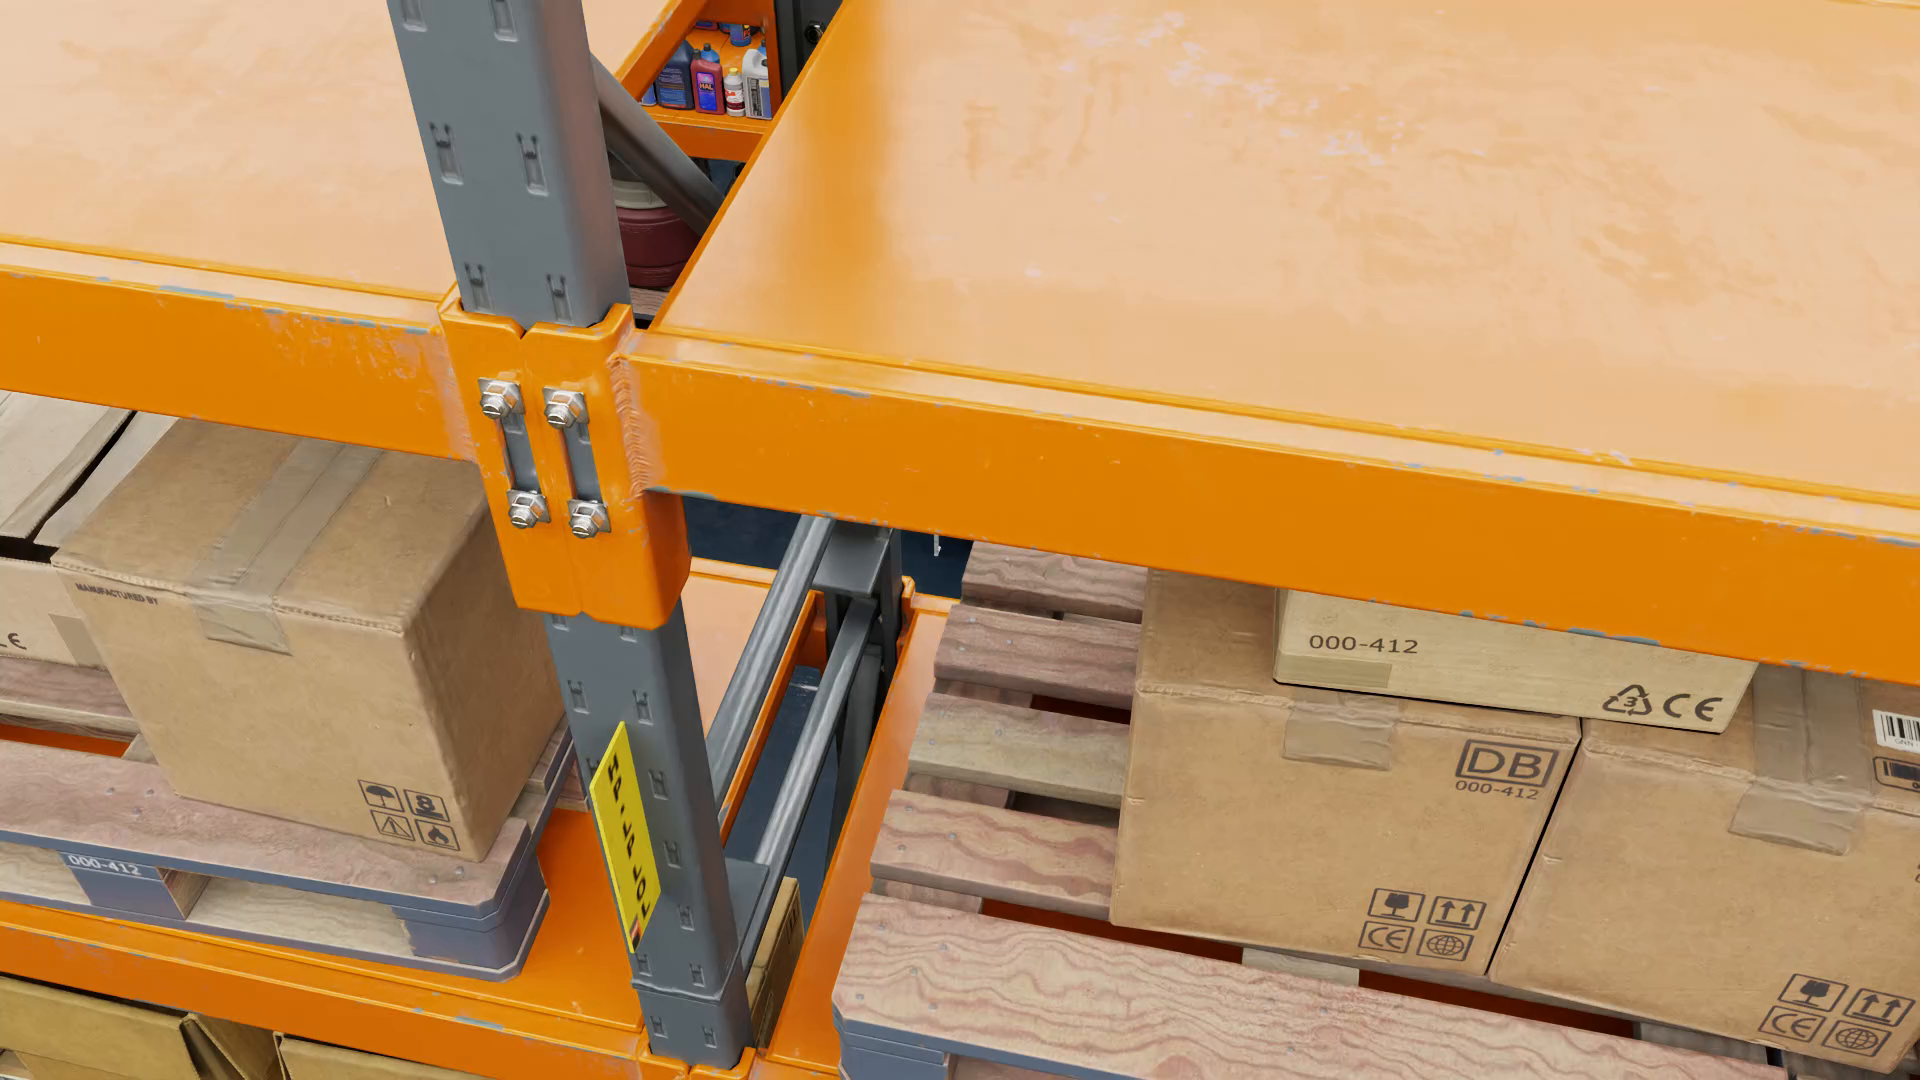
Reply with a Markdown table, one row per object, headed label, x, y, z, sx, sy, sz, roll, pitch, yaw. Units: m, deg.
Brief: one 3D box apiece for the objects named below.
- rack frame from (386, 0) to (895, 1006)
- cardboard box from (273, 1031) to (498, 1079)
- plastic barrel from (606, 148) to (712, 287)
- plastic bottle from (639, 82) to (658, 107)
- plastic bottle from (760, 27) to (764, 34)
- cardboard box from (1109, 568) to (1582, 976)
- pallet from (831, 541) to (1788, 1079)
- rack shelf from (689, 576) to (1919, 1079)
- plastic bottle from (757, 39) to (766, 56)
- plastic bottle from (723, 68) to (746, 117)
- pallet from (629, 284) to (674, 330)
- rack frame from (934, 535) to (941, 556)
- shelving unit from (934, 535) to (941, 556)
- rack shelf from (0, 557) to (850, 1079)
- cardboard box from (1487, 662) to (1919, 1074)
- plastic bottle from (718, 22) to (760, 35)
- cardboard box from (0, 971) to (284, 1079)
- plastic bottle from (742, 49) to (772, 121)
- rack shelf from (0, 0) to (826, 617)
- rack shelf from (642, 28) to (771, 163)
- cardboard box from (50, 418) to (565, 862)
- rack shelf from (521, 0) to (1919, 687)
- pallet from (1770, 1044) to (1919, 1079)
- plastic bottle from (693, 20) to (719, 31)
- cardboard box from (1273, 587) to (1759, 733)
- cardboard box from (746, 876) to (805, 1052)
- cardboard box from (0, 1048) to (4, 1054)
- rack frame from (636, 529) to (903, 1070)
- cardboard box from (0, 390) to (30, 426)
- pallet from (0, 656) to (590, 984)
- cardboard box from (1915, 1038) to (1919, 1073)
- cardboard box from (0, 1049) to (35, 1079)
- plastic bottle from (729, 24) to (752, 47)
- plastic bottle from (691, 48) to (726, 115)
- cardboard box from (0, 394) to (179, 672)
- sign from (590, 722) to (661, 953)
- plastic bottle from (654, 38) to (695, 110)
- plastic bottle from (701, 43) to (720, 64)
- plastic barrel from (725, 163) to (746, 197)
| label | x | y | z | sx | sy | sz | roll | pitch | yaw |
| --- | --- | --- | --- | --- | --- | --- | --- | --- | --- |
| rack frame | -0.274 | -0.802 | 1.555 | 0.127 | 3.000 | 1.000 | 9 | 45 | 9 |
| cardboard box | -0.899 | 0.871 | 3.347 | 0.637 | 0.503 | 0.797 | 8 | 44 | 8 |
| plastic barrel | -1.513 | -1.647 | 8.195 | 0.708 | 0.588 | 0.600 | 9 | 45 | 9 |
| plastic bottle | -1.391 | -2.059 | 7.276 | 0.135 | 0.276 | 0.152 | 9 | 45 | 9 |
| plastic bottle | -0.893 | -2.500 | 7.738 | 0.097 | 0.271 | 0.097 | 0 | 44 | 0 |
| cardboard box | 0.503 | 0.133 | 2.299 | 0.500 | 0.500 | 0.700 | 6 | 44 | 7 |
| pallet | 0.522 | 0.441 | 2.489 | 1.213 | 0.211 | 1.003 | 9 | 45 | 9 |
| rack shelf | 1.678 | 0.840 | 2.530 | 4.000 | 0.370 | 1.077 | 9 | 45 | 9 |
| plastic bottle | -0.845 | -2.062 | 7.282 | 0.097 | 0.271 | 0.097 | 0 | 44 | 0 |
| plastic bottle | -0.973 | -1.948 | 7.214 | 0.097 | 0.201 | 0.097 | 0 | 44 | 0 |
| pallet | -1.131 | -1.316 | 8.425 | 1.213 | 0.211 | 1.003 | 9 | 45 | 9 |
| rack frame | -0.077 | -0.444 | 6.806 | 0.015 | 1.200 | 0.240 | 9 | 45 | 9 |
| shelving unit | 0.162 | -0.407 | 6.768 | 0.503 | 1.200 | 0.258 | 9 | 45 | 9 |
| rack shelf | -2.226 | 0.235 | 3.159 | 4.000 | 0.370 | 1.077 | 9 | 45 | 9 |
| cardboard box | 1.027 | 0.217 | 2.211 | 0.500 | 0.500 | 0.700 | 11 | 45 | 11 |
| plastic bottle | -1.036 | -2.535 | 7.716 | 0.185 | 0.351 | 0.144 | 9 | 45 | 9 |
| cardboard box | -1.566 | 0.759 | 3.463 | 0.637 | 0.503 | 0.797 | 9 | 45 | 10 |
| plastic bottle | -0.854 | -1.976 | 7.190 | 0.135 | 0.276 | 0.152 | 9 | 45 | 9 |
| rack shelf | -2.226 | -0.702 | 2.257 | 4.000 | 0.370 | 1.077 | 9 | 45 | 9 |
| rack shelf | -1.144 | -2.036 | 7.682 | 4.000 | 0.370 | 1.077 | 9 | 45 | 9 |
| cardboard box | -0.842 | 0.010 | 2.499 | 0.500 | 0.500 | 0.700 | 10 | 45 | 10 |
| rack shelf | 1.678 | -0.096 | 1.628 | 4.000 | 0.370 | 1.077 | 9 | 45 | 9 |
| pallet | 1.709 | 0.628 | 2.296 | 1.213 | 0.211 | 1.003 | 9 | 45 | 9 |
| plastic bottle | -1.195 | -2.521 | 7.751 | 0.133 | 0.283 | 0.061 | 9 | 45 | 9 |
| cardboard box | 0.642 | -0.068 | 1.967 | 0.500 | 0.250 | 0.500 | 6 | 44 | 6 |
| cardboard box | -0.668 | 1.084 | 3.848 | 0.500 | 0.500 | 0.500 | 9 | 45 | 9 |
| cardboard box | -2.176 | 0.675 | 3.550 | 0.637 | 0.503 | 0.797 | 10 | 45 | 10 |
| rack frame | -0.274 | 1.359 | 3.635 | 0.127 | 3.000 | 1.000 | 9 | 45 | 9 |
| cardboard box | -1.694 | -0.109 | 2.876 | 0.250 | 0.149 | 0.380 | 7 | 44 | 7 |
| pallet | -1.179 | 0.242 | 2.771 | 1.217 | 0.209 | 0.805 | 7 | 44 | 7 |
| cardboard box | 1.506 | 0.393 | 2.029 | 0.500 | 0.500 | 0.700 | 11 | 45 | 11 |
| cardboard box | -1.783 | 1.283 | 3.642 | 0.500 | 0.500 | 0.500 | 8 | 45 | 9 |
| plastic bottle | -1.020 | -2.418 | 7.652 | 0.097 | 0.271 | 0.097 | 0 | 44 | 0 |
| plastic bottle | -1.090 | -1.983 | 7.191 | 0.133 | 0.283 | 0.061 | 9 | 45 | 9 |
| cardboard box | -1.325 | -0.068 | 2.716 | 0.500 | 0.311 | 0.500 | 7 | 44 | 8 |
| sign | -0.383 | 0.347 | 1.923 | 0.005 | 0.325 | 0.100 | 9 | 45 | 9 |
| plastic bottle | -1.236 | -2.060 | 7.222 | 0.185 | 0.351 | 0.144 | 9 | 45 | 9 |
| plastic bottle | -1.090 | -2.035 | 7.254 | 0.097 | 0.271 | 0.097 | 0 | 44 | 0 |
| plastic barrel | -0.942 | -1.595 | 8.195 | 0.421 | 0.512 | 0.421 | 0 | 44 | 0 |
